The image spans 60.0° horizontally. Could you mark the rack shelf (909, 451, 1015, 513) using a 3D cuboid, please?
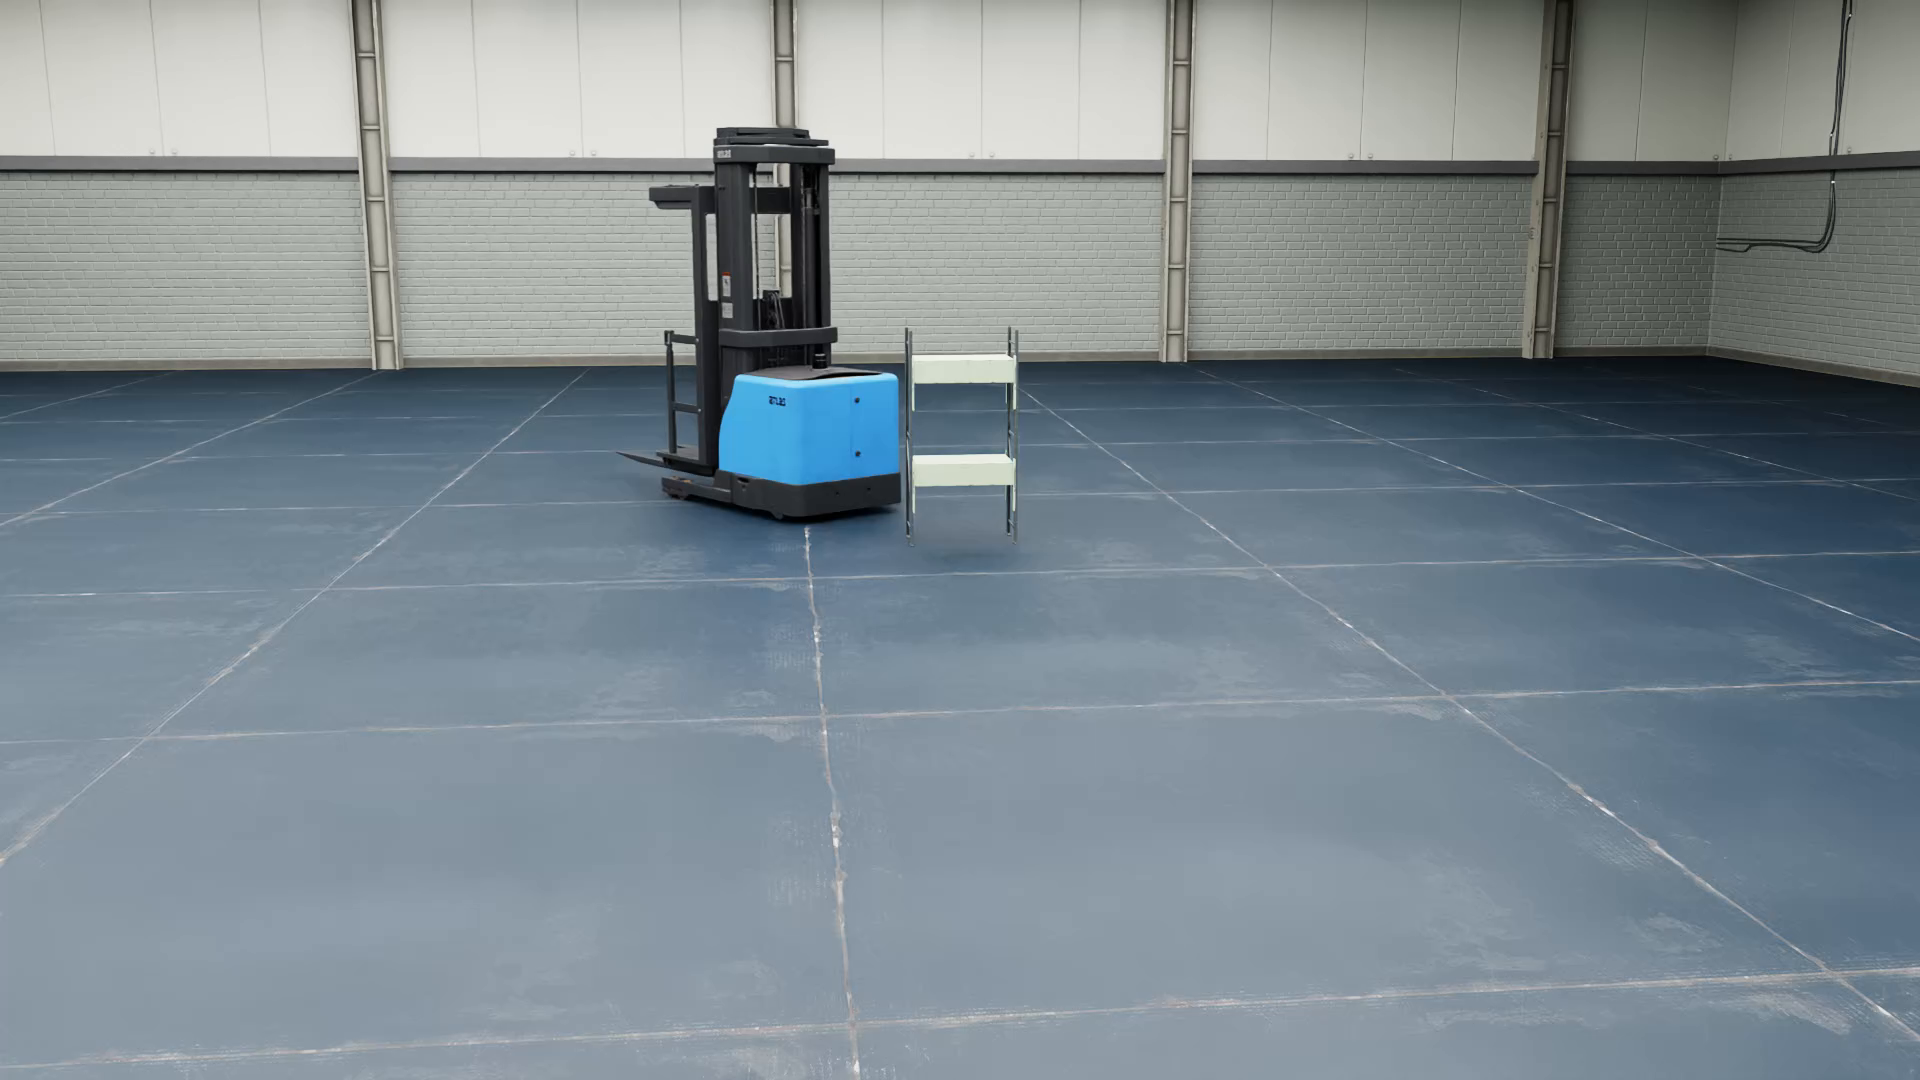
[{"bbox_3d":[0.007,-0.416,11.787,0.720,0.370,0.431,-1,11,-6],"label":"rack shelf"}]

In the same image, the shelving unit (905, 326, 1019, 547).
[{"bbox_3d":[0.007,-0.736,11.724,0.755,1.500,0.431,-1,11,-6],"label":"shelving unit"}]

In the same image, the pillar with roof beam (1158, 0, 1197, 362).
[{"bbox_3d":[3.818,-6.411,21.149,0.400,9.000,9.100,-1,11,-6],"label":"pillar with roof beam"}]

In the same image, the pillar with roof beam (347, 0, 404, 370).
[{"bbox_3d":[-8.112,-6.161,19.878,0.400,9.000,9.100,-1,11,-6],"label":"pillar with roof beam"}]

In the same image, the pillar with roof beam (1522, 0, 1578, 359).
[{"bbox_3d":[9.783,-6.536,21.785,0.400,9.000,9.100,-1,11,-6],"label":"pillar with roof beam"}]

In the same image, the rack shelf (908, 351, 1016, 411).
[{"bbox_3d":[0.007,-1.119,11.649,0.720,0.370,0.431,-1,11,-6],"label":"rack shelf"}]

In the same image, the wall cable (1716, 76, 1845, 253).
[{"bbox_3d":[12.390,-5.645,25.306,0.112,2.526,3.097,-1,11,-6],"label":"wall cable"}]

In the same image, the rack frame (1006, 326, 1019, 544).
[{"bbox_3d":[0.371,-0.744,11.763,0.023,1.500,0.400,-1,11,-6],"label":"rack frame"}]

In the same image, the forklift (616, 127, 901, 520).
[{"bbox_3d":[-1.801,-1.819,13.523,1.130,2.935,3.031,-9,15,-40],"label":"forklift"}]

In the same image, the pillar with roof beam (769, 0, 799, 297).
[{"bbox_3d":[-2.147,-6.286,20.513,0.400,9.000,9.100,-1,11,-6],"label":"pillar with roof beam"}]

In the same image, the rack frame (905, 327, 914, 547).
[{"bbox_3d":[-0.357,-0.728,11.685,0.023,1.500,0.400,-1,11,-6],"label":"rack frame"}]

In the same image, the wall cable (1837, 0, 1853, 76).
[{"bbox_3d":[12.682,-7.605,22.180,0.112,2.526,3.097,-1,11,-6],"label":"wall cable"}]
